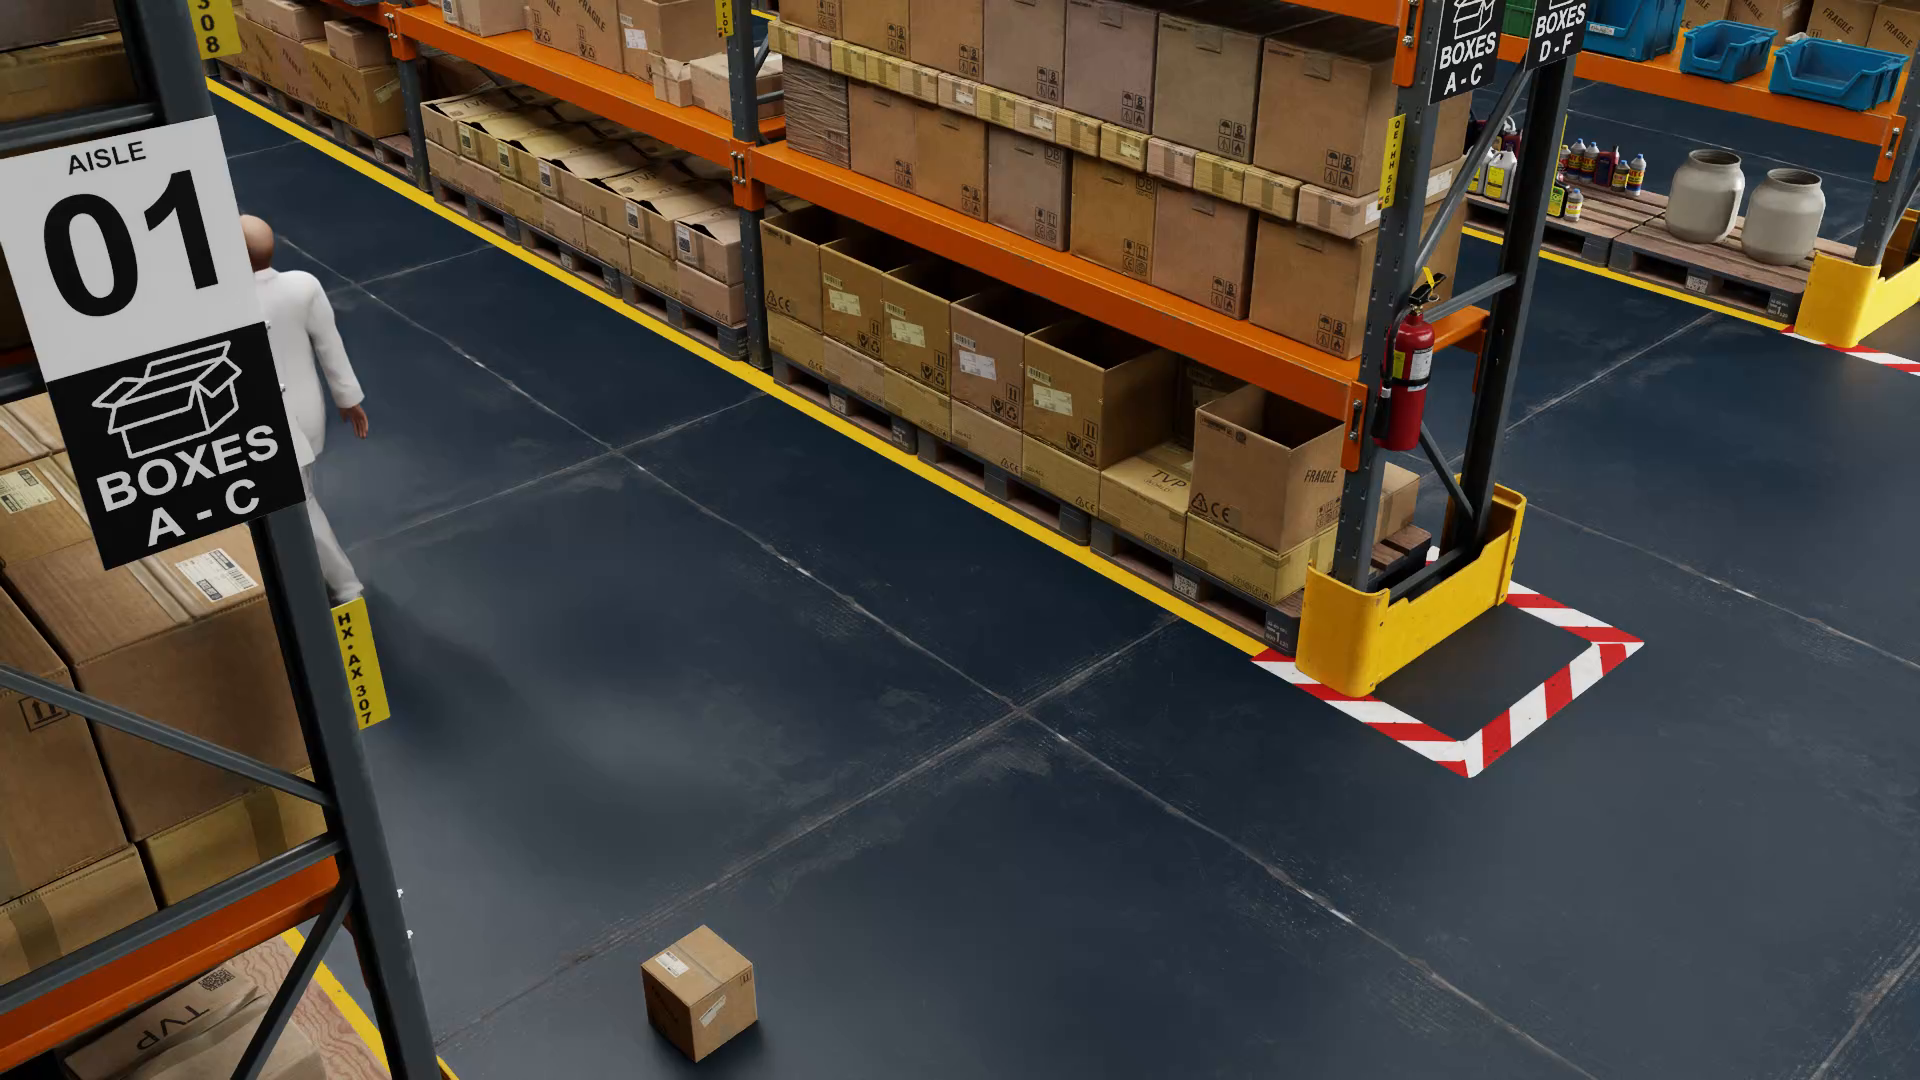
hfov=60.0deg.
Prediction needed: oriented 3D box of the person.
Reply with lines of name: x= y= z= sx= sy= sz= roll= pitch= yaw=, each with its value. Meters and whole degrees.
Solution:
person: x=-3.000 y=-0.591 z=7.128 sx=1.067 sy=1.729 sz=0.619 roll=21 pitch=37 yaw=31
